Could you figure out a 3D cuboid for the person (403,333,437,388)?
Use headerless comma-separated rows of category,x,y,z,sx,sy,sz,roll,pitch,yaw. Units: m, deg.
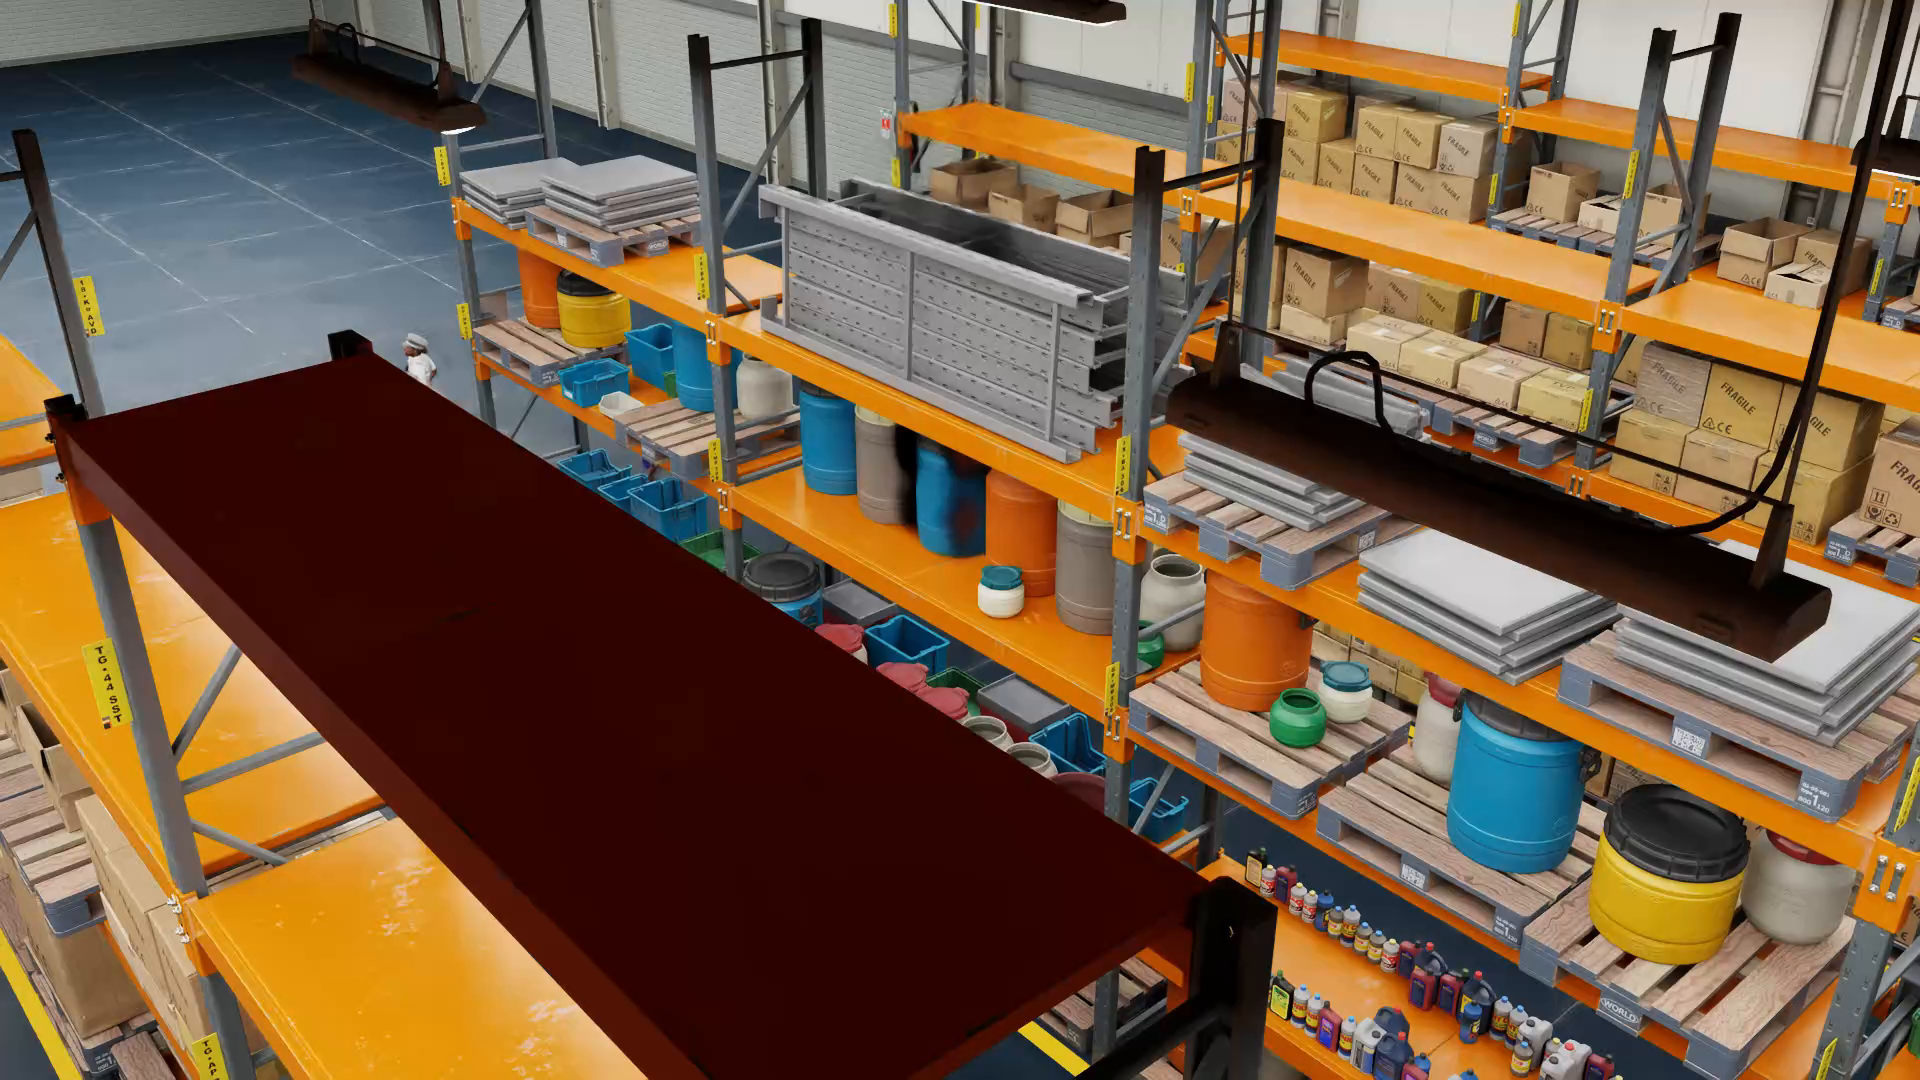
person,-6.054,-1.545,18.755,0.837,1.669,0.588,-7,28,-14

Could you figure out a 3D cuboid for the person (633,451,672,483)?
person,-3.010,-0.567,16.879,0.776,1.723,0.611,13,30,24
